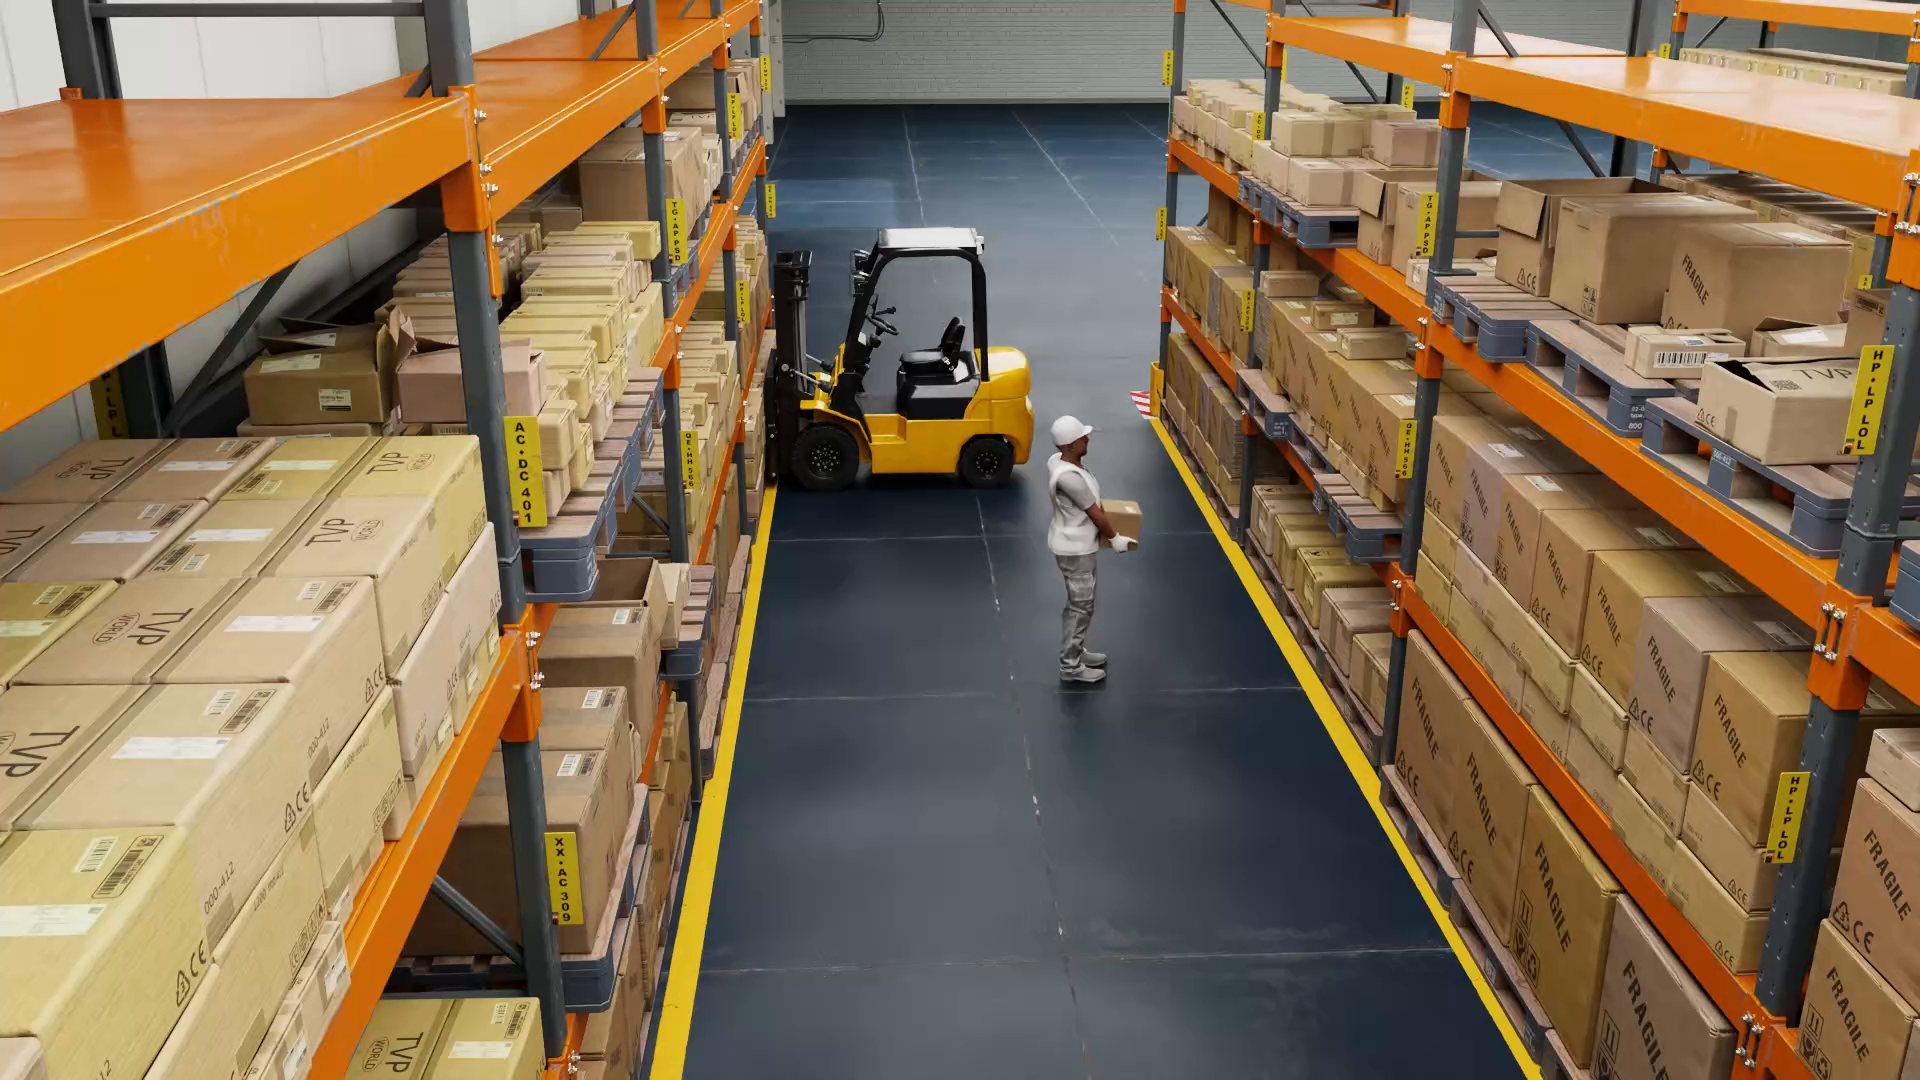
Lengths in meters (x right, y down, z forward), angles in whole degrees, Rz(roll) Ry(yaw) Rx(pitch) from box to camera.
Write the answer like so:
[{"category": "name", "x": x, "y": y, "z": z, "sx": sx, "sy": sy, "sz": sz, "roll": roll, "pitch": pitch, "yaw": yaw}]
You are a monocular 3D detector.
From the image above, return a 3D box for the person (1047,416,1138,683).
[{"category": "person", "x": 0.856, "y": 0.045, "z": 10.932, "sx": 0.584, "sy": 1.778, "sz": 0.487, "roll": -1, "pitch": 20, "yaw": -3}]
